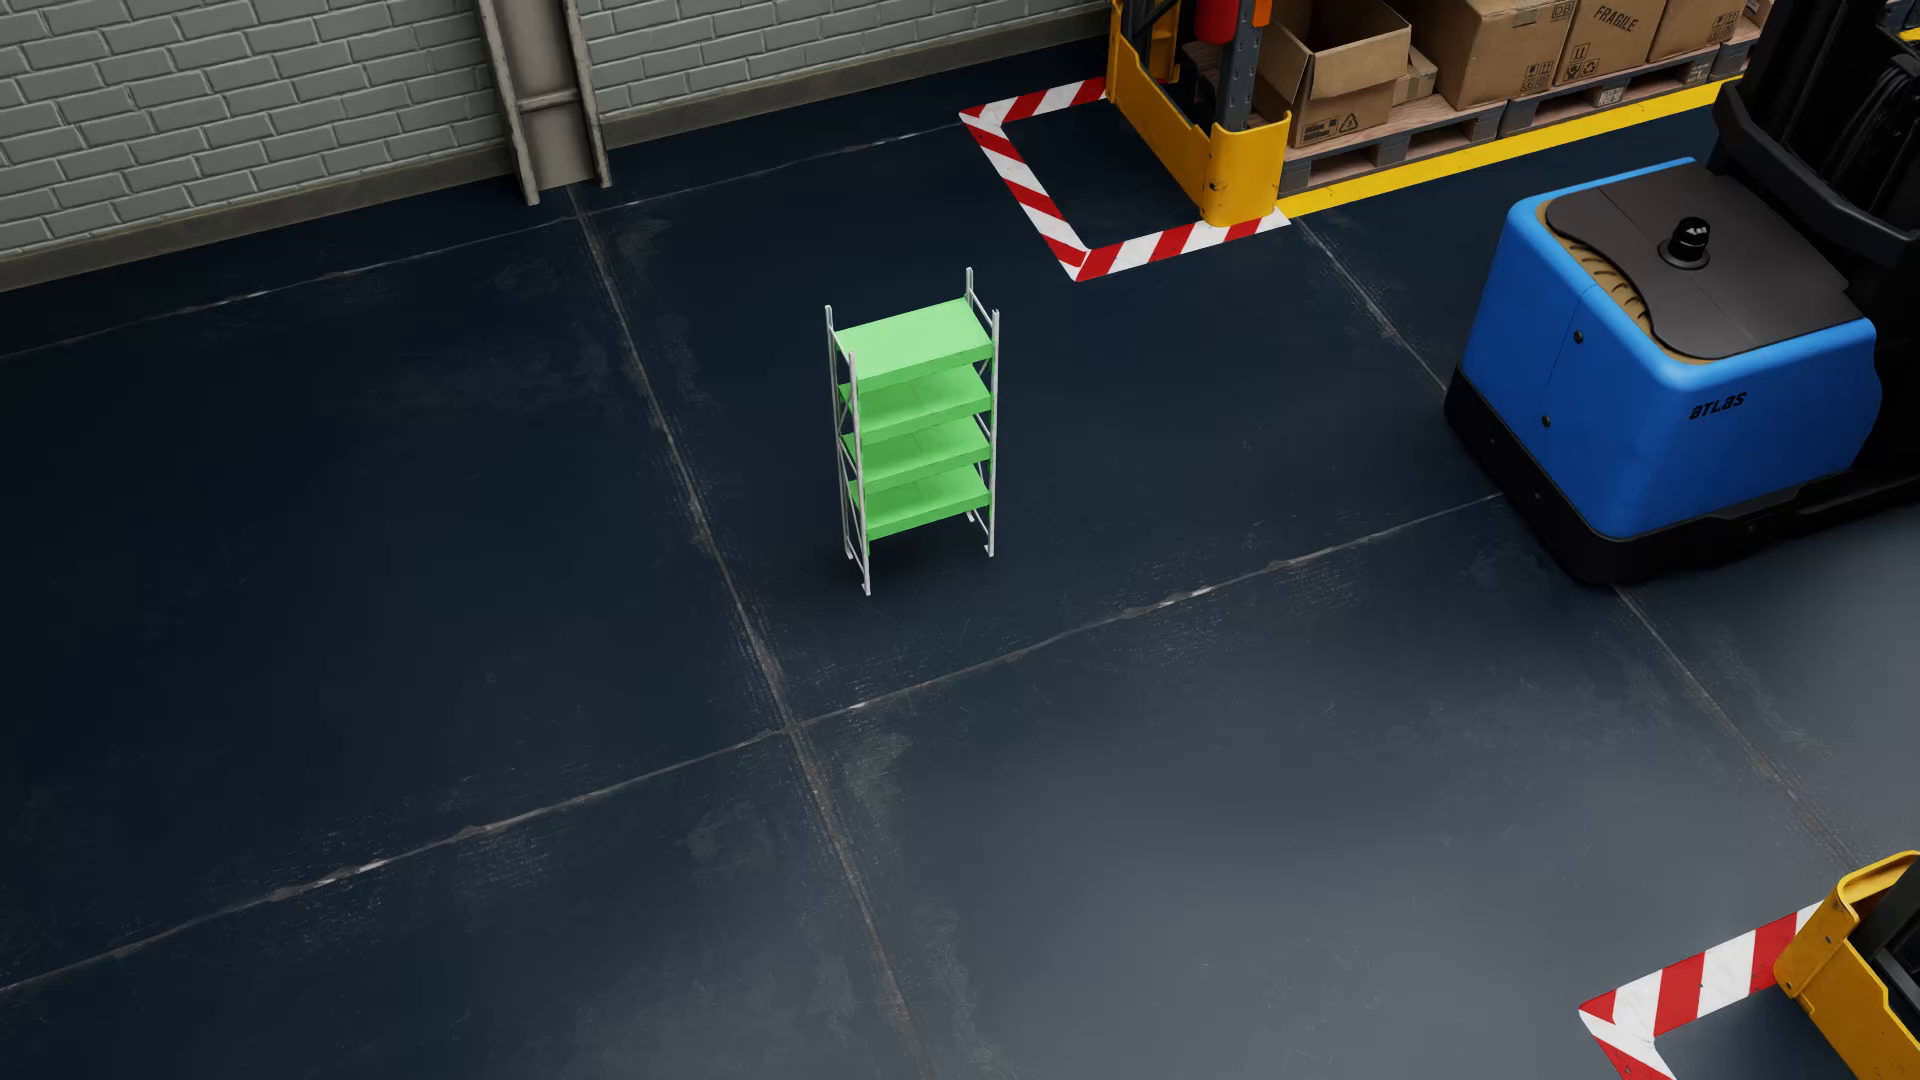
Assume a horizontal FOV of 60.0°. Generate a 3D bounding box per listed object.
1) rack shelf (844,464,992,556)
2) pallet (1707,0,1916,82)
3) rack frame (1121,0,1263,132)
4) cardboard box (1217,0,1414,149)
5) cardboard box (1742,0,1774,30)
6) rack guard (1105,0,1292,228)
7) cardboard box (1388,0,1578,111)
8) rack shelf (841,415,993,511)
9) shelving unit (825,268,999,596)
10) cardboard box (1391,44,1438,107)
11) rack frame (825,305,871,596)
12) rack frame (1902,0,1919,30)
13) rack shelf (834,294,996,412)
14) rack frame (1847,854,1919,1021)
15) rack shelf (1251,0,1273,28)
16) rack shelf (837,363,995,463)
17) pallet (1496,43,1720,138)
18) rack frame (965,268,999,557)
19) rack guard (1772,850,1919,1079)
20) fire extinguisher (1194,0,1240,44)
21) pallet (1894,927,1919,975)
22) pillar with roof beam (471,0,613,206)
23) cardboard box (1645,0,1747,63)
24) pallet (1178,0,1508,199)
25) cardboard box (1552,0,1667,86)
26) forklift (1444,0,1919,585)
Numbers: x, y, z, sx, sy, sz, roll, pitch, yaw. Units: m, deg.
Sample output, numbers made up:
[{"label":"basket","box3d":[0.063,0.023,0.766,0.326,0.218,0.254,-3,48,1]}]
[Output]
[{"label":"rack shelf","box3d":[-0.153,-0.145,5.985,0.480,0.148,0.258,-17,52,-14]},{"label":"pallet","box3d":[4.066,-2.842,8.552,1.213,0.211,1.003,-17,52,-14]},{"label":"rack frame","box3d":[0.999,-2.800,6.677,0.127,3.000,1.000,-17,52,-14]},{"label":"cardboard box","box3d":[1.601,-2.232,7.558,0.637,0.503,0.797,-19,52,-16]},{"label":"cardboard box","box3d":[3.967,-2.725,8.138,0.258,0.266,0.396,-16,51,-13]},{"label":"rack guard","box3d":[1.069,-2.007,7.644,0.348,0.500,1.175,-17,52,-14]},{"label":"cardboard box","box3d":[2.407,-2.449,7.747,0.500,0.500,0.700,-15,51,-13]},{"label":"rack shelf","box3d":[-0.153,-0.302,5.802,0.480,0.148,0.258,-17,52,-14]},{"label":"shelving unit","box3d":[-0.153,-0.343,5.754,0.503,1.200,0.258,-17,52,-14]},{"label":"cardboard box","box3d":[2.009,-2.211,7.774,0.250,0.149,0.380,-19,52,-16]},{"label":"rack frame","box3d":[-0.379,-0.273,5.694,0.015,1.200,0.240,-17,52,-14]},{"label":"rack frame","box3d":[4.702,-3.947,7.663,0.127,3.000,1.000,-17,52,-14]},{"label":"rack shelf","box3d":[-0.153,-0.614,5.438,0.480,0.148,0.258,-17,52,-14]},{"label":"rack frame","box3d":[2.879,0.685,3.684,0.127,3.000,1.000,-17,52,-14]},{"label":"rack shelf","box3d":[2.850,-3.139,7.443,4.000,0.370,1.077,-17,52,-14]},{"label":"rack shelf","box3d":[-0.153,-0.458,5.620,0.480,0.148,0.258,-17,52,-14]},{"label":"pallet","box3d":[2.934,-2.489,8.249,1.213,0.211,1.003,-17,52,-14]},{"label":"rack frame","box3d":[0.073,-0.413,5.814,0.015,1.200,0.240,-17,52,-14]},{"label":"rack guard","box3d":[2.857,1.506,4.627,0.348,0.500,1.175,-17,52,-14]},{"label":"fire extinguisher","box3d":[1.037,-2.286,6.533,0.183,0.674,0.296,-17,52,-14]},{"label":"pallet","box3d":[3.590,1.309,4.986,1.213,0.211,1.003,-17,52,-14]},{"label":"pillar with roof beam","box3d":[-0.210,-1.590,1.684,0.400,9.000,9.100,-17,52,-14]},{"label":"cardboard box","box3d":[3.368,-2.747,8.003,0.500,0.500,0.700,-19,52,-16]},{"label":"pallet","box3d":[1.807,-2.142,7.951,1.213,0.211,1.003,-17,52,-14]},{"label":"cardboard box","box3d":[2.934,-2.530,7.817,0.500,0.500,0.500,-16,51,-14]},{"label":"forklift","box3d":[3.491,-1.500,5.606,3.031,2.935,1.130,-16,51,-13]}]
